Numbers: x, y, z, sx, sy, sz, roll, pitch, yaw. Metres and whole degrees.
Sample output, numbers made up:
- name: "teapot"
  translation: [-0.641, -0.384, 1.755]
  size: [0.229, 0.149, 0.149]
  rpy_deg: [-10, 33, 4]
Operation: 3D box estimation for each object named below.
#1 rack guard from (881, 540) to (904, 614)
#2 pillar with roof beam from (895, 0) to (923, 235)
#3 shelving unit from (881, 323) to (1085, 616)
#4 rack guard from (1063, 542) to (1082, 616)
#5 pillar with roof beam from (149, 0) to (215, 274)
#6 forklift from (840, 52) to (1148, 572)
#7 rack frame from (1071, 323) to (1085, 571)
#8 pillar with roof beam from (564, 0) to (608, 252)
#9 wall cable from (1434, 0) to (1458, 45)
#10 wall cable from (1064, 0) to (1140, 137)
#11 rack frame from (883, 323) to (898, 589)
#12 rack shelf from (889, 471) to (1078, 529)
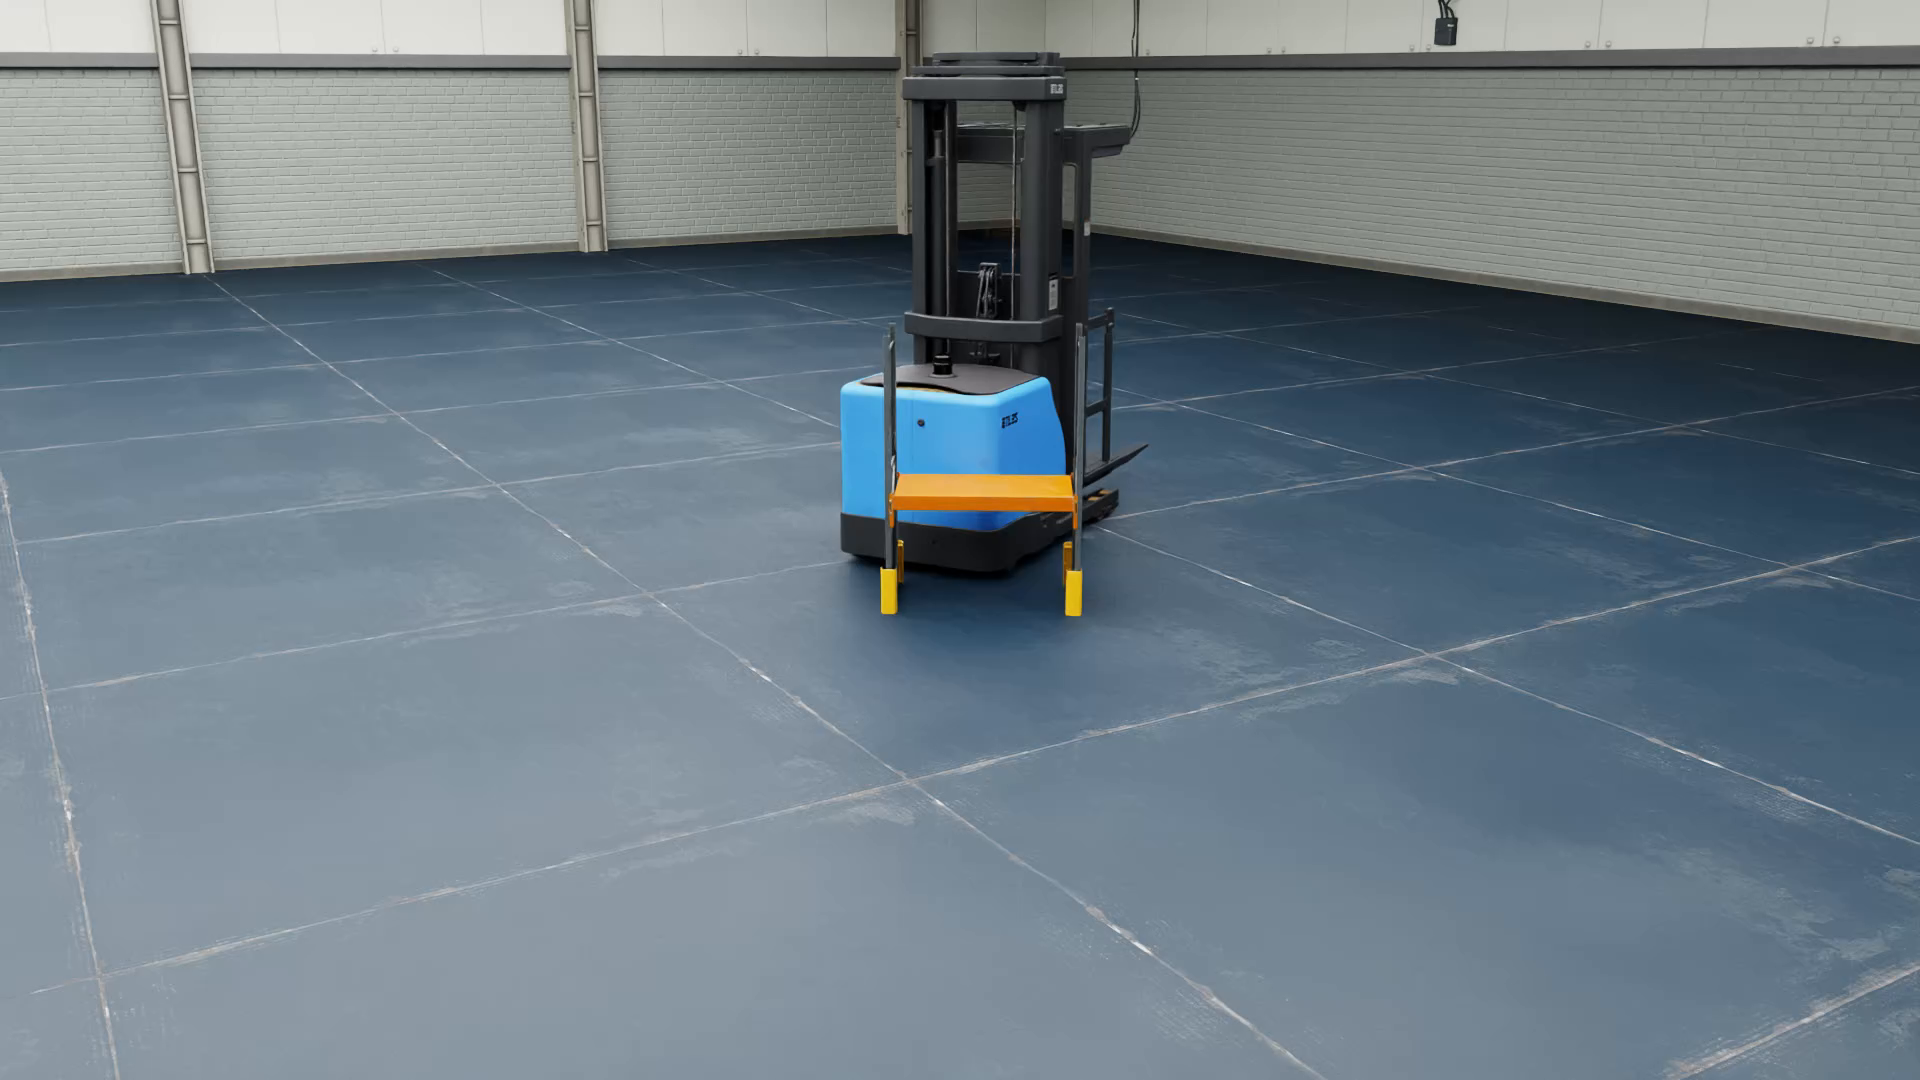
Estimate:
- name: "rack guard"
  translation: [-0.375, 0.202, 9.226]
  size: [0.087, 0.250, 0.587]
  rpy_deg: [1, 16, 2]
- name: "pillar with roof beam"
  translation: [1.314, -8.943, 25.641]
  size: [0.400, 9.000, 9.100]
  rpy_deg: [-9, 18, -30]
- name: "shelving unit"
  translation: [0.123, -0.395, 9.042]
  size: [1.083, 1.500, 0.587]
  rpy_deg: [1, 16, 2]
- name: "rack guard"
  translation: [0.621, 0.211, 9.195]
  size: [0.087, 0.250, 0.587]
  rpy_deg: [1, 16, 2]
- name: "pillar with roof beam"
  translation: [-8.973, -7.275, 19.690]
  size: [0.400, 9.000, 9.100]
  rpy_deg: [-9, 18, -30]
- name: "forklift"
  translation: [0.398, -1.578, 10.608]
  size: [1.130, 2.935, 3.031]
  rpy_deg: [8, 17, 25]
- name: "rack frame"
  translation: [0.640, -0.391, 9.026]
  size: [0.032, 1.500, 0.500]
  rpy_deg: [1, 16, 2]
- name: "pillar with roof beam"
  translation: [-3.829, -8.109, 22.665]
  size: [0.400, 9.000, 9.100]
  rpy_deg: [-9, 18, -30]
- name: "wall cable"
  translation: [7.178, -9.481, 21.261]
  size: [0.169, 6.003, 2.305]
  rpy_deg: [-9, 18, -30]
- name: "wall cable"
  translation: [2.303, -8.547, 29.983]
  size: [0.112, 2.526, 3.097]
  rpy_deg: [-9, 18, -30]
- name: "rack frame"
  translation: [-0.376, -0.400, 9.058]
  size: [0.032, 1.500, 0.500]
  rpy_deg: [1, 16, 2]
- name: "rack shelf"
  translation: [0.132, -0.222, 9.090]
  size: [1.000, 0.185, 0.538]
  rpy_deg: [1, 16, 2]
